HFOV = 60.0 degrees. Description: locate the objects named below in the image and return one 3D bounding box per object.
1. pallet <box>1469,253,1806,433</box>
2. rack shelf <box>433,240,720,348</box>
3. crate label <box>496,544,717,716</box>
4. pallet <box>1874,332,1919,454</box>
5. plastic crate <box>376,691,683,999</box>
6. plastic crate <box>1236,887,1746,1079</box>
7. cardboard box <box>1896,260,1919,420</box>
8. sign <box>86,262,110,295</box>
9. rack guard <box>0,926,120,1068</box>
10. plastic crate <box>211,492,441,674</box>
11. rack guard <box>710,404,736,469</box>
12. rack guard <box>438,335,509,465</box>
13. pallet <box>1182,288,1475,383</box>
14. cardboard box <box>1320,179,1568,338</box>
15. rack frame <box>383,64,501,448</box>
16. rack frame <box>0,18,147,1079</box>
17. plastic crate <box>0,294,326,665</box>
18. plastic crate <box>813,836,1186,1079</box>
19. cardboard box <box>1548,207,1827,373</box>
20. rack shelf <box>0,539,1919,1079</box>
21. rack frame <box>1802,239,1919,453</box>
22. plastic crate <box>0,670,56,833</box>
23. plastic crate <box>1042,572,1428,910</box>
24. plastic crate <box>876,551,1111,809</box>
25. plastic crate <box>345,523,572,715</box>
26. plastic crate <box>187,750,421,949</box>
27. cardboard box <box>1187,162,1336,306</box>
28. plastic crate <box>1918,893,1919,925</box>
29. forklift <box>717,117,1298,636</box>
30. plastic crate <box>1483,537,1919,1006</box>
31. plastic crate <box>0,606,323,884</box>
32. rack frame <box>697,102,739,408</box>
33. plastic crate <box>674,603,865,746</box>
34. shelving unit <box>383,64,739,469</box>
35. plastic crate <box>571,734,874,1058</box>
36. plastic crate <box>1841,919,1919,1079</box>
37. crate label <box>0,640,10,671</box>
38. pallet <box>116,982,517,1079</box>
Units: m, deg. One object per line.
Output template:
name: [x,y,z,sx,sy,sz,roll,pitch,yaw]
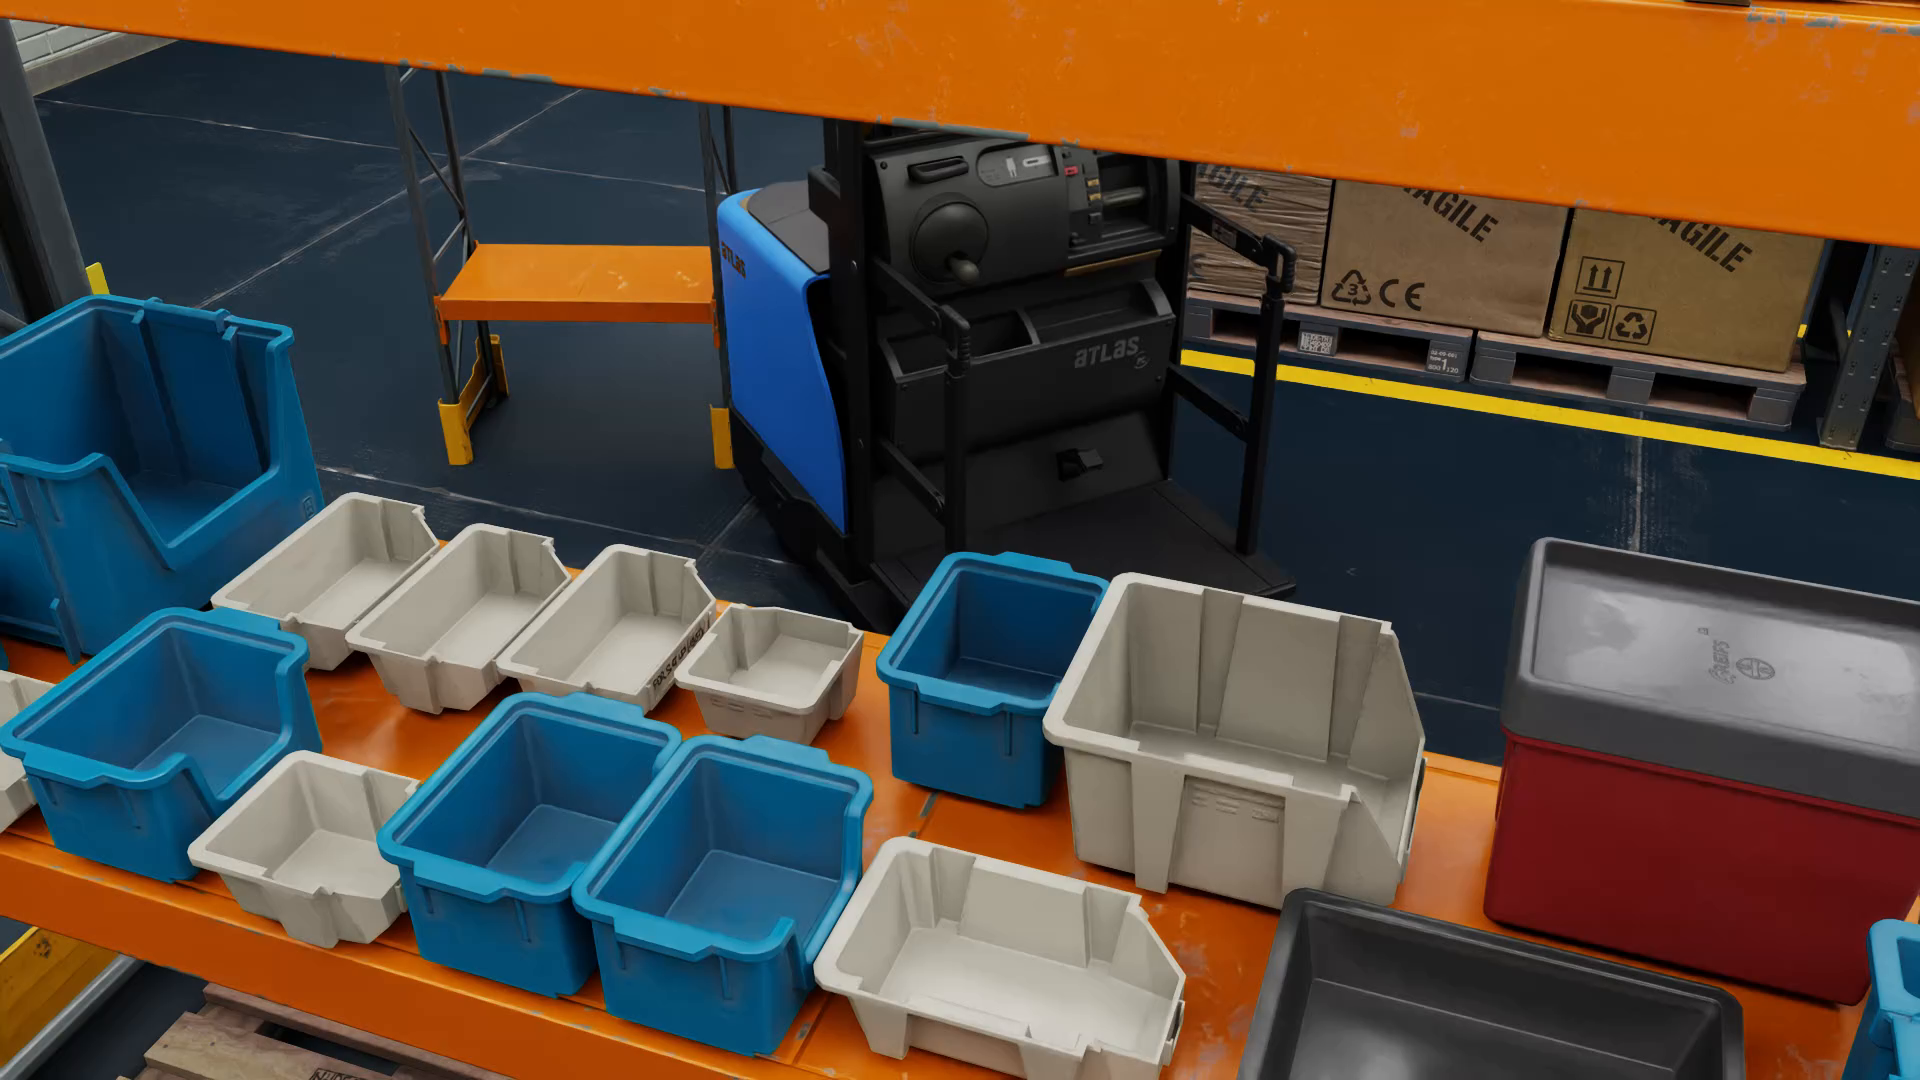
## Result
pallet: [2.790,-0.862,6.890,1.213,0.211,1.003,11,34,16]
rack shelf: [-1.348,-0.909,6.107,1.000,0.185,0.538,1,33,1]
crate label: [-0.590,0.184,2.887,0.243,0.136,0.396,11,34,16]
pallet: [4.231,-0.580,6.454,1.213,0.211,1.003,11,34,16]
plastic crate: [-0.597,0.442,2.399,0.300,0.233,0.416,11,34,16]
plastic crate: [0.664,0.698,2.103,0.590,0.125,0.437,11,34,16]
cardboard box: [4.088,-1.031,6.153,0.875,0.875,1.225,11,34,17]
sign: [-1.787,-0.410,3.469,0.005,0.325,0.100,11,34,16]
rack guard: [-1.984,0.995,3.748,0.348,0.500,1.175,11,34,16]
plastic crate: [-1.129,0.085,3.040,0.243,0.136,0.396,11,34,16]
rack guard: [-0.860,-0.528,6.337,0.087,0.250,0.587,1,33,1]
rack guard: [-1.855,-0.543,6.360,0.087,0.250,0.587,1,33,1]
pallet: [1.637,-1.084,7.235,1.213,0.211,1.003,11,34,16]
cardboard box: [2.037,-1.464,6.824,0.875,0.875,0.875,11,34,16]
rack frame: [-1.856,-1.068,6.021,0.032,1.500,0.500,1,33,1]
rack frame: [-1.957,-0.057,3.073,0.127,3.000,1.000,11,34,16]
plastic crate: [-1.579,-0.131,3.100,0.499,0.435,0.616,11,34,16]
plastic crate: [0.067,0.595,2.251,0.466,0.136,0.293,11,34,16]
cardboard box: [2.885,-1.300,6.569,0.875,0.875,0.875,11,34,16]
rack shelf: [-0.075,0.611,2.701,4.000,0.370,1.077,11,34,16]
rack frame: [3.479,-1.854,5.857,0.127,3.000,1.000,11,34,16]
plastic crate: [-1.562,0.343,2.642,0.298,0.136,0.250,11,34,16]
plastic crate: [0.433,0.326,2.534,0.530,0.282,0.437,11,34,16]
plastic crate: [0.062,0.233,2.723,0.300,0.233,0.416,11,34,16]
plastic crate: [-0.861,0.146,2.947,0.243,0.136,0.396,11,34,16]
plastic crate: [-0.924,0.467,2.449,0.298,0.136,0.250,11,34,16]
cardboard box: [1.200,-1.627,7.077,0.875,0.875,0.875,11,34,16]
plastic crate: [1.418,0.602,2.240,0.243,0.136,0.396,11,34,16]
forklift: [0.302,-0.896,4.436,1.130,2.935,3.031,-16,36,-23]
plastic crate: [1.052,0.331,2.357,0.583,0.464,0.402,11,34,16]
plastic crate: [-1.216,0.322,2.585,0.300,0.233,0.416,11,34,16]
rack frame: [-0.840,-1.053,5.998,0.032,1.500,0.500,1,33,1]
plastic crate: [-0.305,0.229,2.818,0.250,0.136,0.298,11,34,16]
shelving unit: [-1.357,-1.060,6.010,1.083,1.500,0.587,1,33,1]
plastic crate: [-0.314,0.497,2.314,0.300,0.233,0.416,11,34,16]
plastic crate: [1.253,0.745,1.790,0.575,0.384,0.392,11,34,16]
crate label: [-1.836,0.201,2.772,0.303,0.233,0.416,11,34,16]
pallet: [-1.194,1.285,3.565,1.213,0.211,1.003,11,34,16]
